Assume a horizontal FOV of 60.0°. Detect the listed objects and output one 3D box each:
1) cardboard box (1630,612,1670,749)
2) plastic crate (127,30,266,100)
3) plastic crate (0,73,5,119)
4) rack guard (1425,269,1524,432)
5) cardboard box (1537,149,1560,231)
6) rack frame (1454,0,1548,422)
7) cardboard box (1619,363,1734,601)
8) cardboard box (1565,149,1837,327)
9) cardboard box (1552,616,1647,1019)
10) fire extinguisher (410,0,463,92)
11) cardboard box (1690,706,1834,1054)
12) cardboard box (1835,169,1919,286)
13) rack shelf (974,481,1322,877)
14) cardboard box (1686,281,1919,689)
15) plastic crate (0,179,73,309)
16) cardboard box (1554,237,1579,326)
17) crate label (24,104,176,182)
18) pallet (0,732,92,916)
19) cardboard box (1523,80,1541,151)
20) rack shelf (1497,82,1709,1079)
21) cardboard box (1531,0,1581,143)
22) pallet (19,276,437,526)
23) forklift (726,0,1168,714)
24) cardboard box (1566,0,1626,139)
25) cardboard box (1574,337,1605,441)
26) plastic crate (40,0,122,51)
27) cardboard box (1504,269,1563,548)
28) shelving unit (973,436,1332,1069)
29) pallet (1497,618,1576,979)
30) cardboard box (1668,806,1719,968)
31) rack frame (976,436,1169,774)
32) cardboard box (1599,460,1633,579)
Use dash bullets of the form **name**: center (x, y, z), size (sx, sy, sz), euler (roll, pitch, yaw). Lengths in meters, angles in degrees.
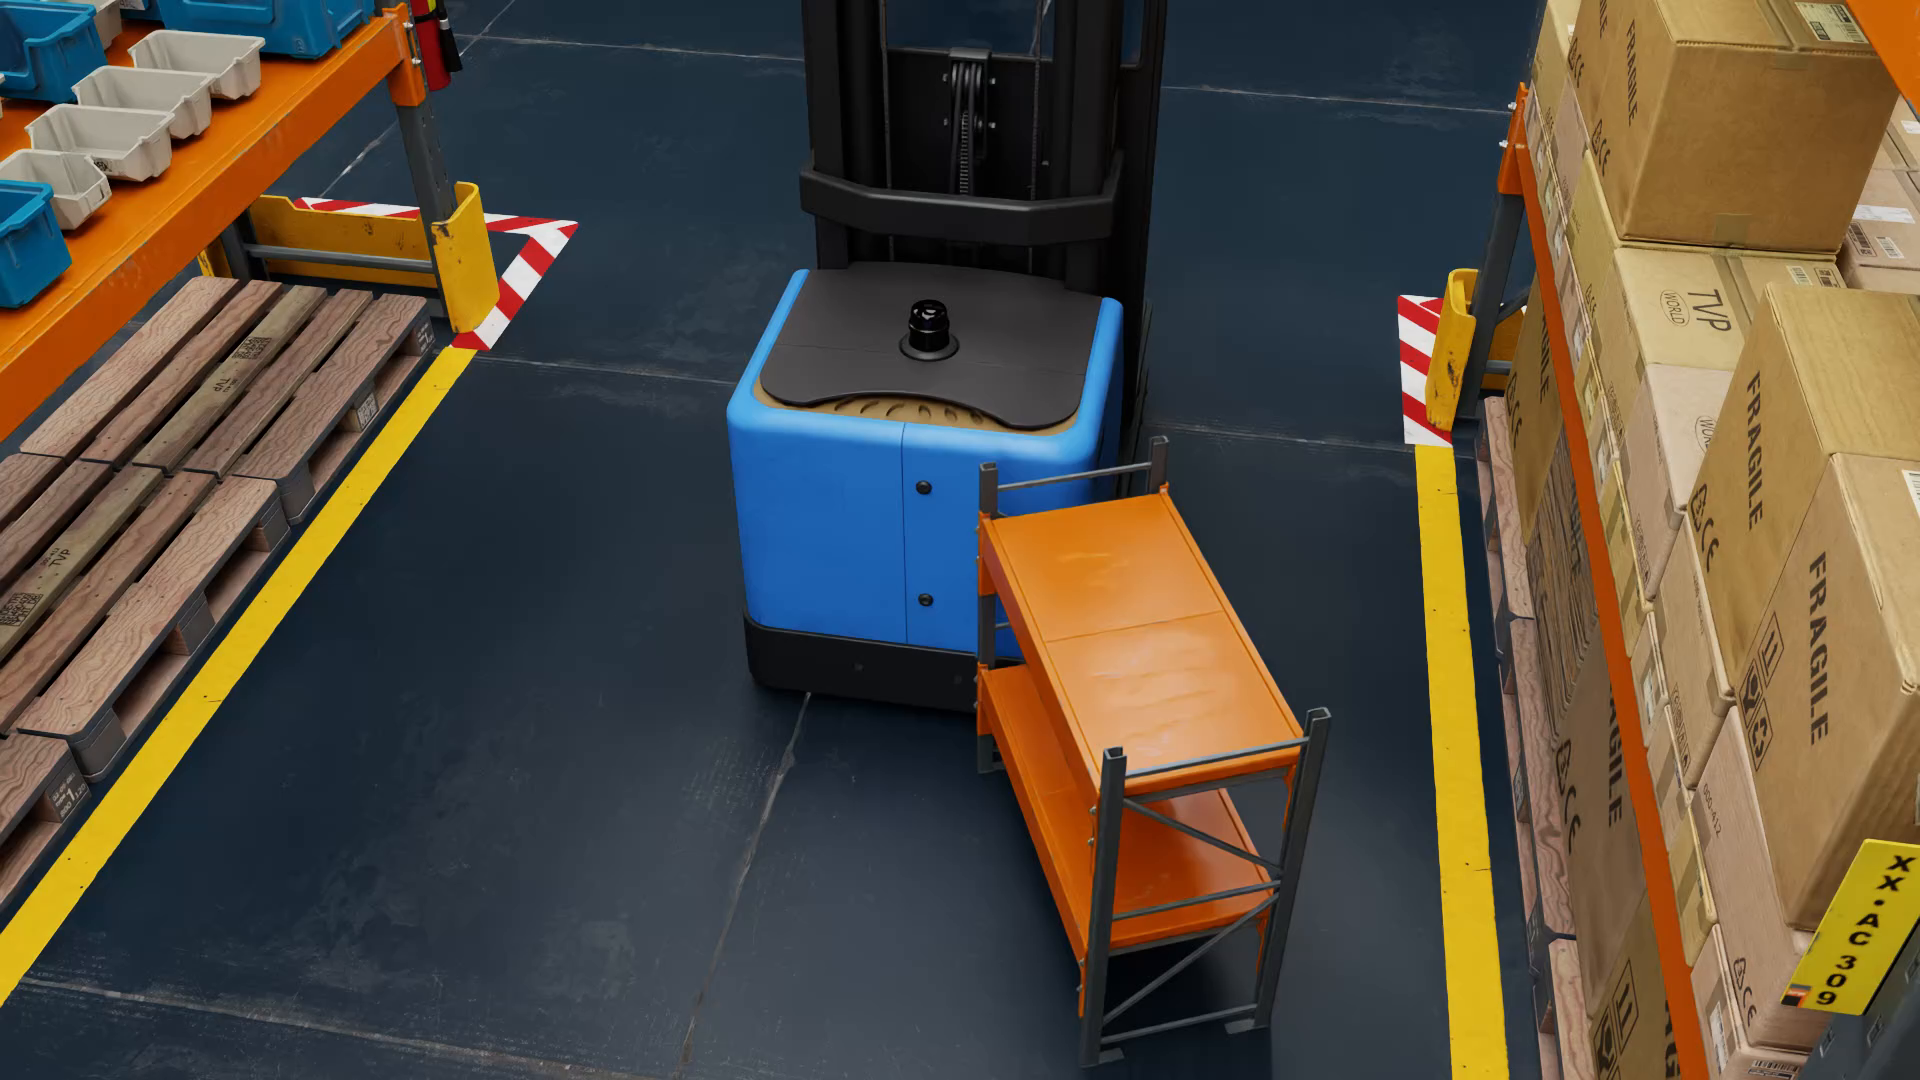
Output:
- **cardboard box**: center (1.532, 0.296, 3.235), size (0.380, 0.149, 0.250), euler (7, 40, 9)
- **plastic crate**: center (-2.480, -1.536, 5.413), size (0.396, 0.136, 0.243), euler (6, 40, 8)
- **plastic crate**: center (-3.139, -1.331, 5.166), size (0.250, 0.136, 0.298), euler (6, 40, 8)
- **rack guard**: center (2.365, -0.652, 6.146), size (1.175, 0.500, 0.348), euler (6, 40, 8)
- **cardboard box**: center (1.888, -0.995, 4.796), size (0.380, 0.149, 0.250), euler (6, 40, 7)
- **rack frame**: center (2.361, -1.600, 5.331), size (1.000, 3.000, 0.127), euler (6, 40, 8)
- **cardboard box**: center (1.662, -0.098, 3.398), size (0.500, 0.250, 0.500), euler (7, 40, 9)
- **cardboard box**: center (1.838, -0.743, 4.179), size (0.500, 0.250, 0.500), euler (5, 40, 6)
- **cardboard box**: center (2.017, 0.597, 4.011), size (0.875, 0.875, 0.875), euler (6, 40, 8)
- **fire extinguisher**: center (-2.044, -2.017, 6.189), size (0.296, 0.674, 0.183), euler (6, 40, 8)
- **cardboard box**: center (1.487, 0.548, 2.618), size (0.500, 0.250, 0.500), euler (6, 40, 7)
- **cardboard box**: center (2.362, -0.686, 4.109), size (0.500, 0.250, 0.500), euler (5, 40, 6)
- **rack shelf**: center (0.419, 0.299, 4.046), size (0.538, 0.278, 1.000), euler (-9, 40, -11)
- **cardboard box**: center (1.576, -0.067, 2.773), size (0.500, 0.500, 0.500), euler (7, 40, 8)
- **plastic crate**: center (-2.620, -0.787, 4.433), size (0.416, 0.233, 0.300), euler (6, 40, 8)
- **cardboard box**: center (1.799, -0.672, 4.405), size (0.380, 0.149, 0.250), euler (6, 40, 7)
- **crate label**: center (-2.569, -1.178, 4.981), size (0.396, 0.136, 0.243), euler (6, 40, 8)
- **pallet**: center (-3.120, 0.973, 4.407), size (1.003, 0.211, 1.213), euler (6, 40, 8)
- **cardboard box**: center (1.974, -1.317, 5.186), size (0.380, 0.149, 0.250), euler (7, 40, 8)
- **rack shelf**: center (2.015, -0.067, 4.042), size (1.077, 0.370, 4.000), euler (6, 40, 8)
- **cardboard box**: center (2.012, -1.385, 4.956), size (0.500, 0.250, 0.500), euler (5, 40, 6)
- **pallet**: center (-2.698, -0.558, 6.259), size (1.003, 0.211, 1.213), euler (6, 40, 8)
- **forklift**: center (0.112, -1.525, 5.294), size (1.130, 2.935, 3.031), euler (7, 40, 8)
- **cardboard box**: center (1.925, -1.360, 4.337), size (0.500, 0.500, 0.500), euler (5, 40, 7)
- **cardboard box**: center (1.710, -0.351, 4.018), size (0.380, 0.149, 0.250), euler (5, 40, 7)
- **plastic crate**: center (-3.021, -1.757, 5.680), size (0.250, 0.136, 0.298), euler (6, 40, 8)
- **cardboard box**: center (2.329, -0.532, 5.378), size (0.875, 0.875, 0.875), euler (6, 40, 8)
- **shelving unit**: center (0.419, 0.524, 4.233), size (0.538, 1.125, 1.048), euler (-9, 40, -11)
- **pallet**: center (2.086, 0.749, 4.679), size (1.003, 0.211, 1.213), euler (6, 40, 8)
- **cardboard box**: center (1.443, 0.618, 2.846), size (0.380, 0.149, 0.250), euler (7, 40, 9)
- **rack frame**: center (0.294, 0.210, 4.613), size (0.500, 1.125, 0.032), euler (-9, 40, -11)
- **cardboard box**: center (1.621, -0.027, 3.625), size (0.380, 0.149, 0.250), euler (6, 40, 7)
